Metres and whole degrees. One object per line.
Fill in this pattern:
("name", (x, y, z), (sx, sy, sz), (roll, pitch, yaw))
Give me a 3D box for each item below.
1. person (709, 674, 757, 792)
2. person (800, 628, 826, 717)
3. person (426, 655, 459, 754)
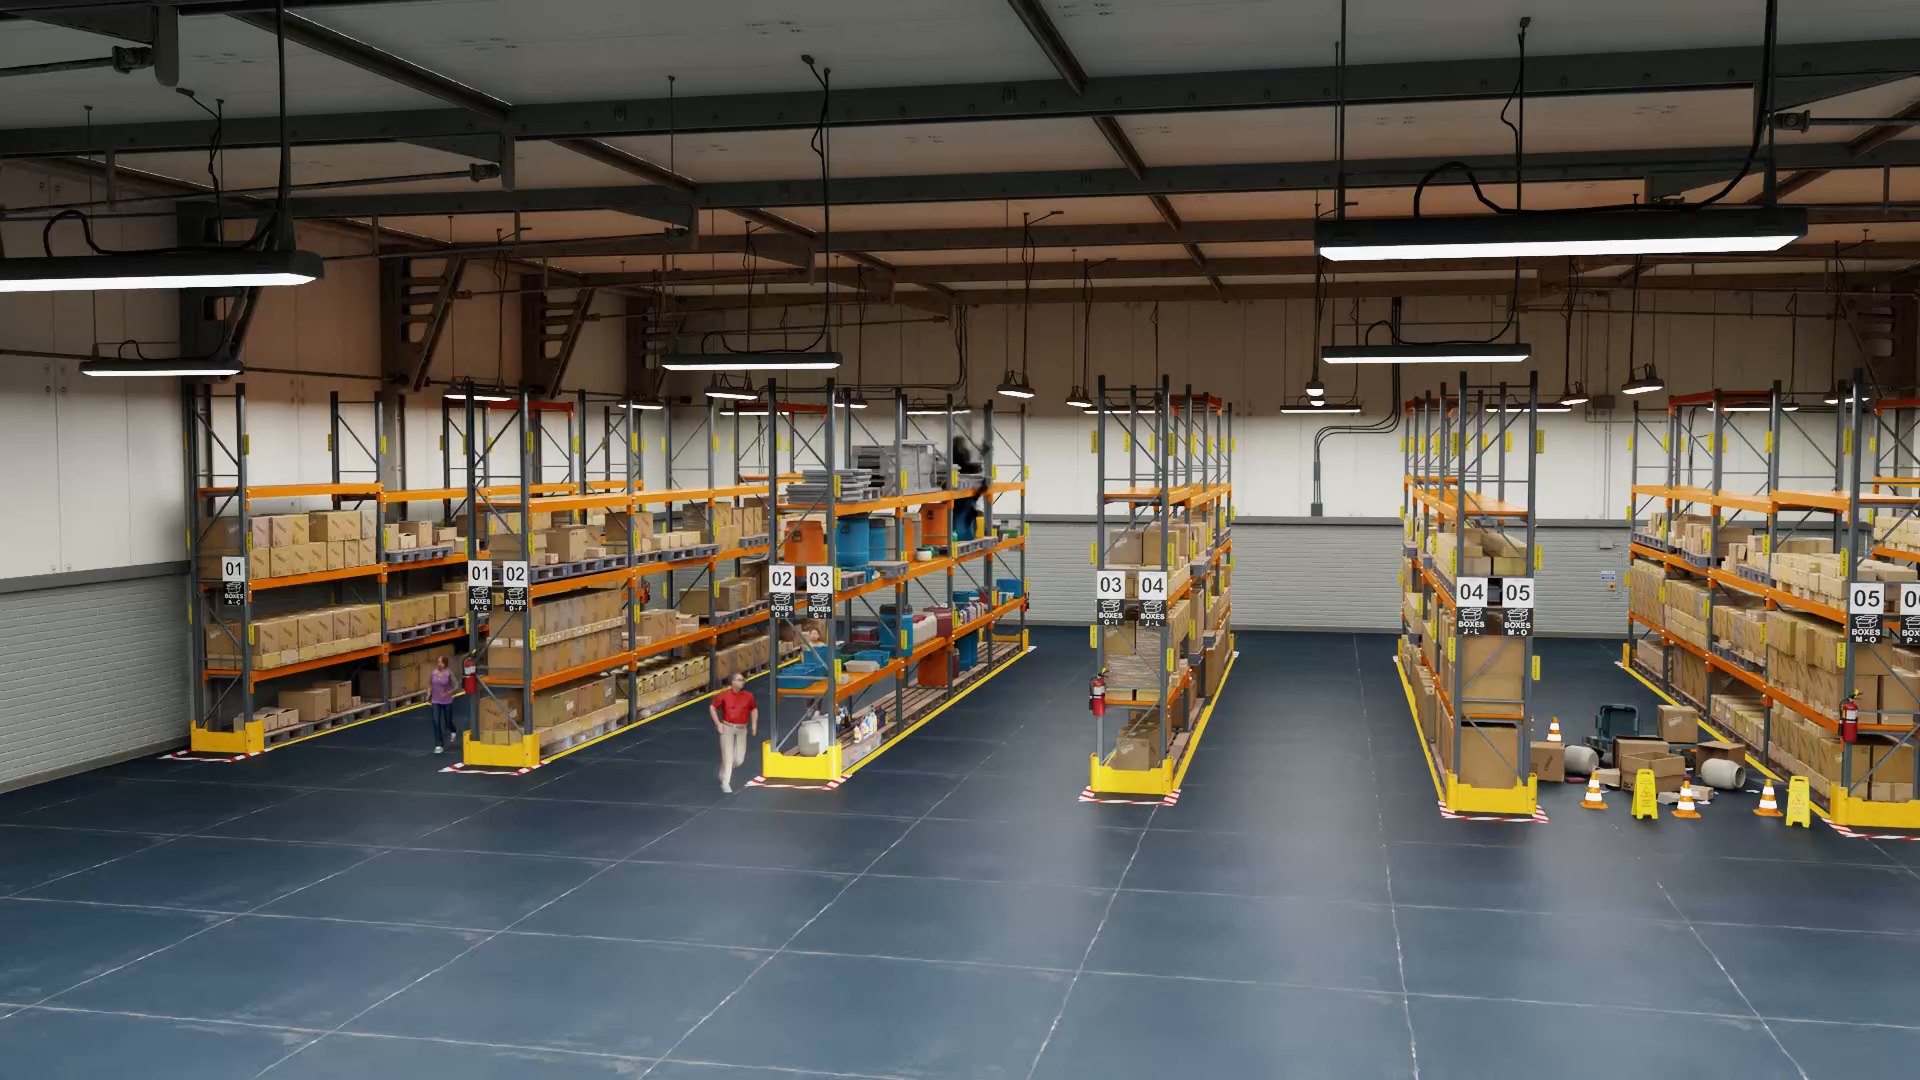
("person", (-3.289, 2.790, 24.240), (0.721, 1.681, 0.541), (-2, 4, -26))
("person", (-2.679, 2.423, 30.430), (0.554, 1.642, 0.635), (0, 3, 3))
("person", (-8.457, 2.671, 27.179), (0.554, 1.543, 0.766), (0, 3, 0))
